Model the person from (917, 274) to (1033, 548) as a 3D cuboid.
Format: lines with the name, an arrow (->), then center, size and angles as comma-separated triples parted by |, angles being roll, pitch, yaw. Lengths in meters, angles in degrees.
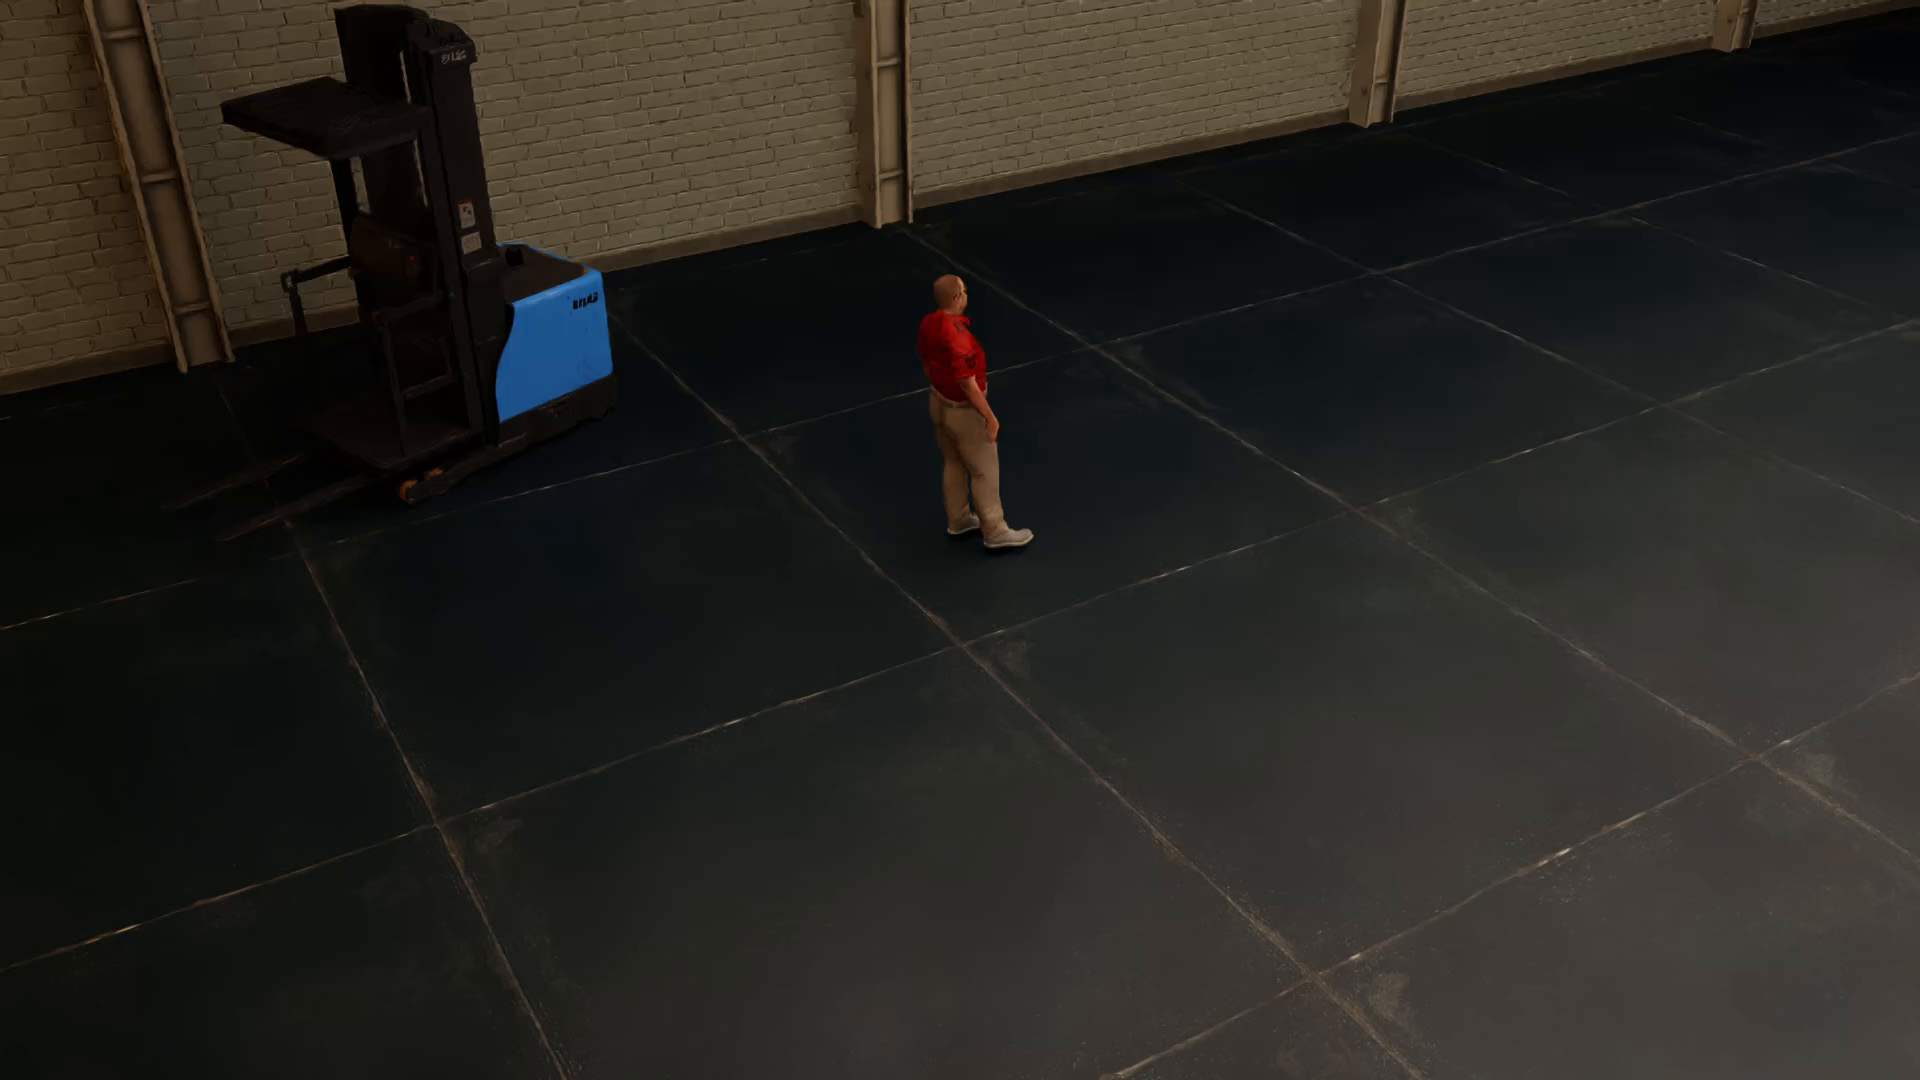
person -> 0.083, -0.800, 10.063 | 0.550, 1.726, 0.640 | -17, 35, -26

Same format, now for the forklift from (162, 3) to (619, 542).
forklift -> -3.787, -1.771, 10.605 | 1.130, 2.935, 3.031 | 23, 38, 33
